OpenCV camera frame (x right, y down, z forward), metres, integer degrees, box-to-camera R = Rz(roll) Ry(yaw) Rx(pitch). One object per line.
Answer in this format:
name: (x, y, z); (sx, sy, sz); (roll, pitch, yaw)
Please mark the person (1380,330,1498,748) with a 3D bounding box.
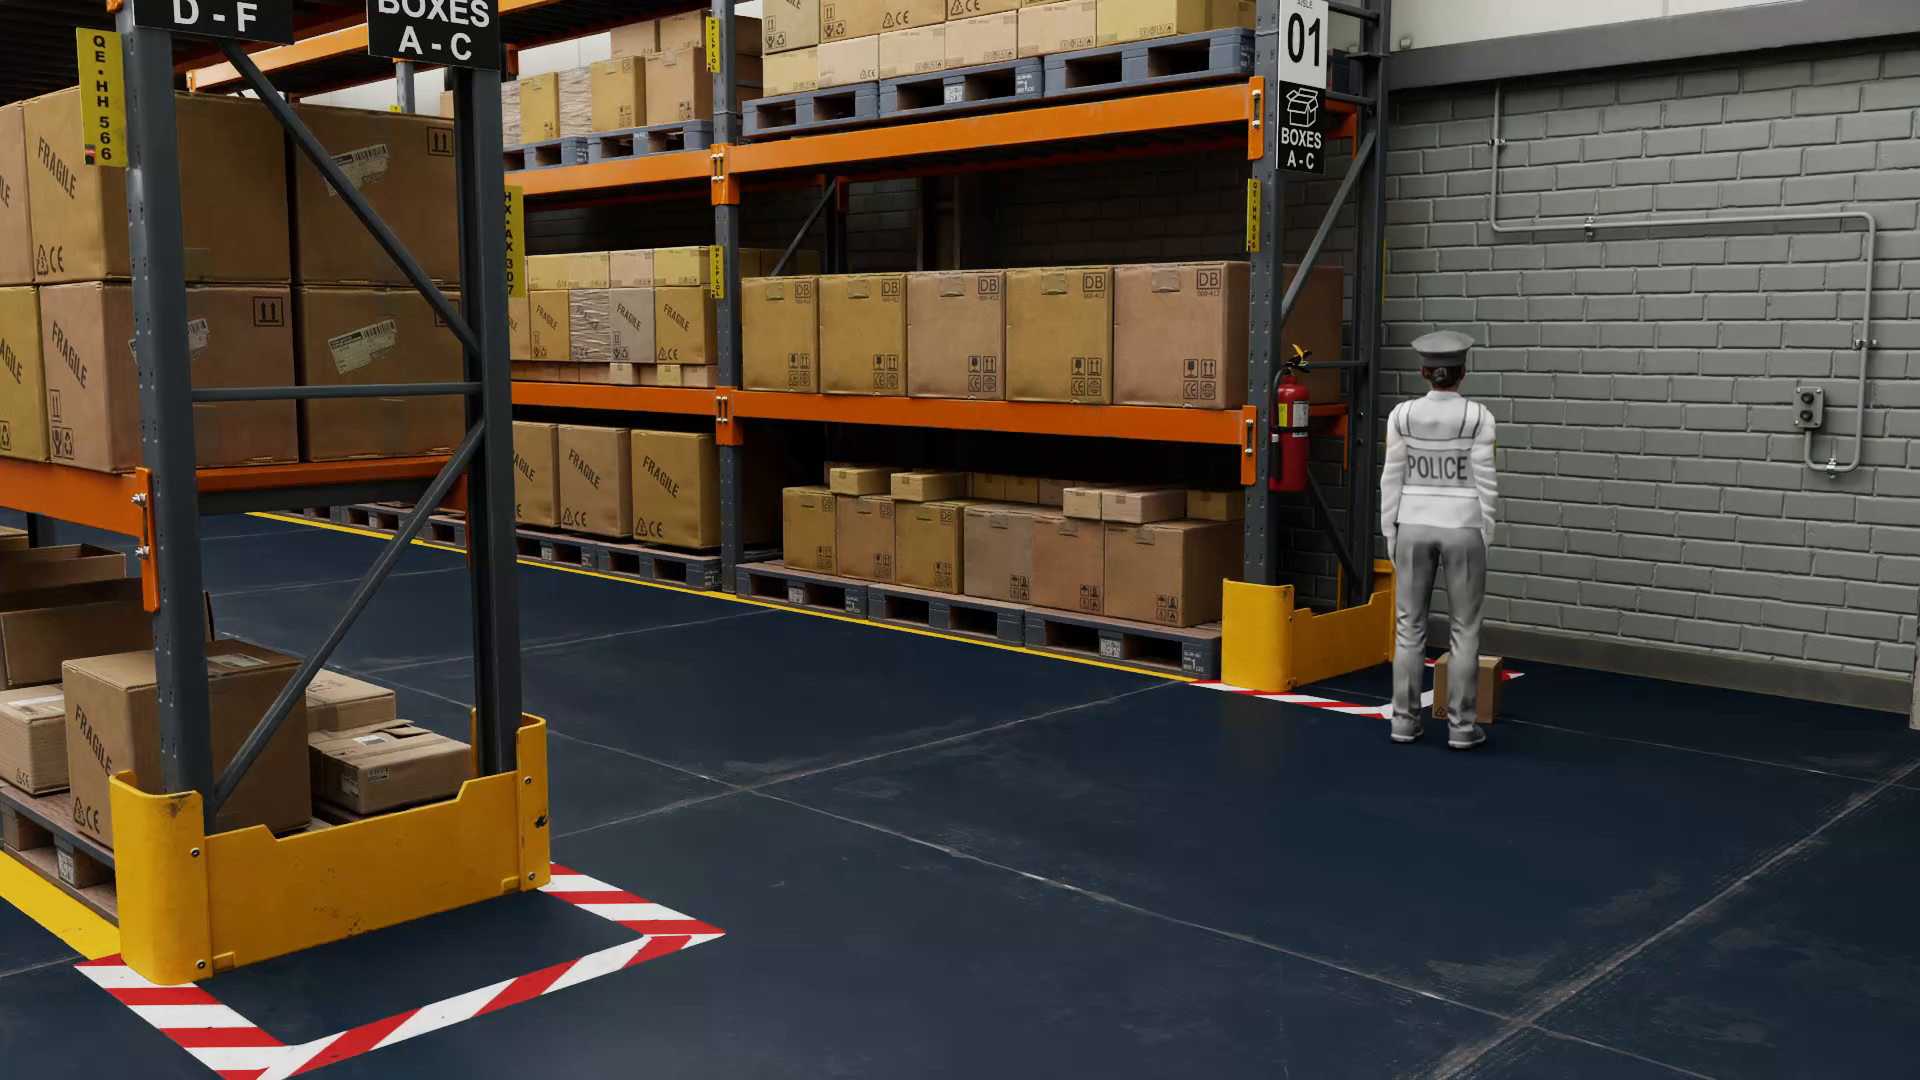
person: (1.945, -0.007, 6.758); (0.466, 1.679, 0.343); (4, 8, 27)
